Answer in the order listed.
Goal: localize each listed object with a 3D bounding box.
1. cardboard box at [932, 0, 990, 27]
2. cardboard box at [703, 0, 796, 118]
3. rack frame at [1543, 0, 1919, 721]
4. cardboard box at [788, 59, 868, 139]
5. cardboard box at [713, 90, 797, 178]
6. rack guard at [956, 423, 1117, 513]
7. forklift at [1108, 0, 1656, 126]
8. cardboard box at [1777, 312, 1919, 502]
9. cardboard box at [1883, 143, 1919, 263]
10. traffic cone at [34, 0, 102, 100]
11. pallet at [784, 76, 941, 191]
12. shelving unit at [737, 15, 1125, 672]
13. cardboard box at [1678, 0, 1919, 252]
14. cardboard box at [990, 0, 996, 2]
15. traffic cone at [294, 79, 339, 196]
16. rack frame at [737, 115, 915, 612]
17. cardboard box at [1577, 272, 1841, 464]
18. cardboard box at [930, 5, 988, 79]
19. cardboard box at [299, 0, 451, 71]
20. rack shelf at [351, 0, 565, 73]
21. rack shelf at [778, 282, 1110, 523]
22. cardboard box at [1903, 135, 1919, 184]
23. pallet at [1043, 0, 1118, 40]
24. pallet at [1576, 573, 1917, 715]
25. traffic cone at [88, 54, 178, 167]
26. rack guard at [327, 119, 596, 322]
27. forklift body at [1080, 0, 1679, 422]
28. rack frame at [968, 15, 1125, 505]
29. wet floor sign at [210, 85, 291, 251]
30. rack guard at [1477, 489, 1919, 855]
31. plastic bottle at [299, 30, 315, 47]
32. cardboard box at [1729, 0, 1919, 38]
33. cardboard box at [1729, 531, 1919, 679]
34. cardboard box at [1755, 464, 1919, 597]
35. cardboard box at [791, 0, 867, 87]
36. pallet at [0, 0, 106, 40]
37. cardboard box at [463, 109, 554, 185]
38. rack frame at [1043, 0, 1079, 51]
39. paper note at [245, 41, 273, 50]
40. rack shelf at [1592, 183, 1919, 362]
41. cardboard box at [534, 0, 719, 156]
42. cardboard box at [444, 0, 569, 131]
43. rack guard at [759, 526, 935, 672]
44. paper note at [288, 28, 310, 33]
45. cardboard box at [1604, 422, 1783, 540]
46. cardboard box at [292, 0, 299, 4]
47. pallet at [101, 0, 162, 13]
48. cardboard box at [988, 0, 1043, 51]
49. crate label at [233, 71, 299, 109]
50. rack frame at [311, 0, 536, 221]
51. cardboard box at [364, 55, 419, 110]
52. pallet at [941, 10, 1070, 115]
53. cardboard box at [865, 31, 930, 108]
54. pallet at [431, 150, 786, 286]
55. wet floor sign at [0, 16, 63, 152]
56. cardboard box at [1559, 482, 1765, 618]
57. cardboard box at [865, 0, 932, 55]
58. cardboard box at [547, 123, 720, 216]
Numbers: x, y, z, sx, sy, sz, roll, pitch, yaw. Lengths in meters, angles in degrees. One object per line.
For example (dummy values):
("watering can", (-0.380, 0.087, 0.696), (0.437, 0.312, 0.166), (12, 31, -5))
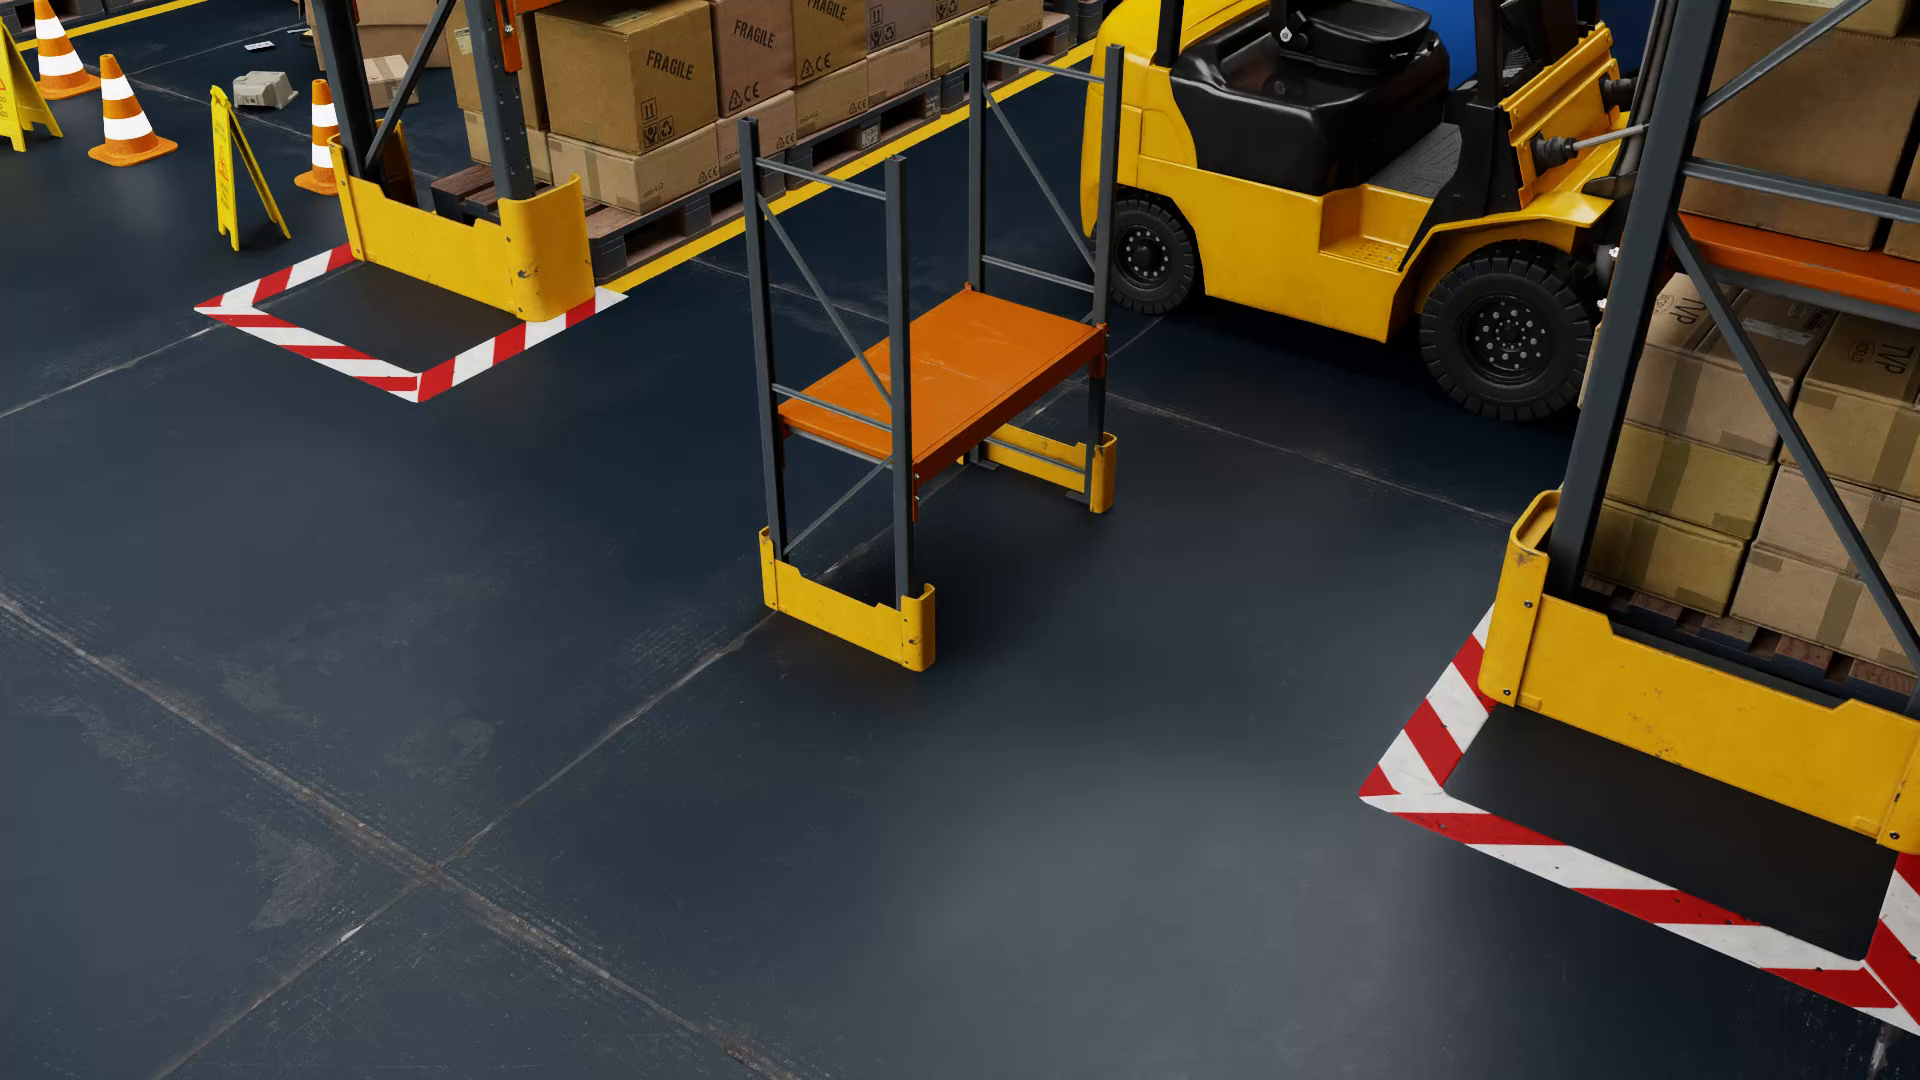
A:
("cardboard box", (-0.191, -2.904, 8.277), (0.500, 0.500, 0.500), (22, 40, 29))
("cardboard box", (-1.072, -2.192, 7.224), (0.500, 0.500, 0.500), (20, 39, 27))
("rack frame", (2.013, -0.727, 3.647), (1.000, 3.000, 0.127), (21, 39, 28))
("cardboard box", (-0.782, -2.116, 7.781), (0.500, 0.250, 0.500), (24, 41, 31))
("cardboard box", (-1.082, -1.861, 7.404), (0.500, 0.250, 0.500), (23, 40, 30))
("rack guard", (0.240, -0.298, 5.467), (0.587, 0.250, 0.087), (21, 39, 28))
("forklift", (1.978, -3.717, 8.130), (1.130, 2.935, 3.031), (-28, 43, -35))
("cardboard box", (2.443, -0.337, 4.257), (0.500, 0.250, 0.500), (21, 39, 28))
("cardboard box", (2.524, -0.908, 3.825), (0.500, 0.500, 0.500), (23, 40, 30))
("traffic cone", (-4.722, -2.585, 8.660), (0.336, 0.463, 0.334), (21, 39, 28))
("pallet", (-0.835, -2.112, 8.185), (1.003, 0.211, 1.213), (21, 39, 28))
("shelving unit", (-0.043, -0.586, 4.778), (0.587, 1.500, 1.083), (21, 39, 28))
("cardboard box", (2.078, -1.079, 4.078), (0.500, 0.500, 0.500), (20, 39, 27))
("cardboard box", (0.097, -3.139, 8.624), (0.500, 0.500, 0.500), (21, 39, 28))
("traffic cone", (-2.881, -1.870, 7.602), (0.336, 0.463, 0.334), (21, 39, 28))
("rack frame", (-0.338, -0.348, 4.426), (0.500, 1.500, 0.032), (21, 39, 28))
("cardboard box", (2.019, -0.488, 4.480), (0.500, 0.250, 0.500), (23, 40, 30))
("cardboard box", (-0.198, -2.580, 8.468), (0.500, 0.250, 0.500), (20, 39, 27))
("cardboard box", (-3.145, -2.894, 9.080), (0.797, 0.503, 0.637), (-3, 34, -4))
("rack shelf", (-0.926, -2.933, 7.552), (1.077, 0.370, 4.000), (21, 39, 28))
("rack shelf", (-0.049, -0.433, 4.873), (0.538, 0.185, 1.000), (21, 39, 28))
("cardboard box", (2.381, -1.315, 4.427), (0.500, 0.500, 0.500), (23, 40, 30))
("pallet", (0.657, -3.355, 10.023), (1.003, 0.211, 1.213), (21, 39, 28))
("pallet", (2.415, 0.063, 4.969), (1.003, 0.211, 1.213), (21, 39, 28))
("traffic cone", (-3.987, -2.068, 7.895), (0.336, 0.463, 0.334), (21, 39, 28))
("rack guard", (-2.023, -1.310, 6.741), (1.175, 0.500, 0.348), (21, 39, 28))
("forklift body", (1.596, -1.831, 6.037), (2.313, 2.155, 1.214), (21, 39, 28))
("rack frame", (0.241, -0.816, 5.118), (0.500, 1.500, 0.032), (21, 39, 28))
("wet floor sign", (-3.054, -1.590, 7.025), (0.232, 0.644, 0.267), (-22, 40, -29))
("rack guard", (1.999, 0.320, 4.331), (1.175, 0.500, 0.348), (21, 39, 28))
("plastic bottle", (-3.616, -2.878, 9.451), (0.133, 0.061, 0.283), (8, 35, 12))
("cardboard box", (1.981, -1.286, 3.806), (0.380, 0.149, 0.250), (22, 40, 29))
("cardboard box", (2.454, 0.075, 4.542), (0.500, 0.250, 0.500), (21, 40, 28))
("cardboard box", (2.452, -0.119, 4.382), (0.500, 0.250, 0.500), (22, 40, 29))
("cardboard box", (-0.779, -2.421, 7.562), (0.500, 0.500, 0.500), (22, 40, 29))
("pallet", (-5.799, -3.083, 9.621), (1.003, 0.211, 1.213), (21, 39, 28))
("cardboard box", (-1.813, -1.815, 7.335), (0.500, 0.250, 0.500), (21, 39, 28))
("rack frame", (0.214, -4.152, 8.711), (1.000, 3.000, 0.127), (21, 39, 28))
("paper note", (-3.926, -2.775, 9.327), (0.142, 0.017, 0.144), (-22, 40, -29))
("rack shelf", (3.153, -1.349, 5.210), (1.077, 0.370, 4.000), (21, 39, 28))
("cardboard box", (-1.367, -1.950, 6.867), (0.500, 0.500, 0.500), (20, 39, 27))
("cardboard box", (-1.824, -2.108, 7.100), (0.500, 0.500, 0.500), (22, 40, 28))
("rack guard", (-0.327, 0.161, 4.789), (0.587, 0.250, 0.087), (21, 39, 28))
("paper note", (-3.810, -2.937, 9.584), (0.123, 0.001, 0.032), (-15, 37, -21))
("cardboard box", (2.034, -0.293, 4.639), (0.500, 0.250, 0.500), (21, 39, 28))
("cardboard box", (-3.952, -3.609, 10.139), (0.500, 0.500, 0.500), (29, 44, 36))
("pallet", (-5.103, -3.642, 10.447), (1.003, 0.211, 1.213), (21, 39, 28))
("cardboard box", (0.098, -2.829, 8.835), (0.500, 0.250, 0.500), (23, 40, 30))
("crate label", (-3.590, -2.314, 8.550), (0.250, 0.136, 0.298), (3, 34, 4))
("rack frame", (-2.067, -2.311, 5.989), (1.000, 3.000, 0.127), (21, 39, 28))
("cardboard box", (-2.979, -2.378, 8.633), (0.250, 0.149, 0.380), (-15, 37, -21))
("pallet", (-0.140, -2.676, 9.019), (1.003, 0.211, 1.213), (21, 39, 28))
("cardboard box", (-0.491, -2.348, 8.124), (0.500, 0.250, 0.500), (22, 40, 29))
("pallet", (-1.531, -1.553, 7.358), (1.003, 0.211, 1.213), (21, 39, 28))
("wet floor sign", (-4.581, -2.224, 7.963), (0.267, 0.644, 0.232), (14, 37, 20))
("cardboard box", (2.021, -0.079, 4.769), (0.500, 0.250, 0.500), (22, 40, 28))
("cardboard box", (-0.481, -2.669, 7.930), (0.500, 0.500, 0.500), (24, 41, 31))
("cardboard box", (-1.380, -1.629, 7.060), (0.500, 0.250, 0.500), (21, 39, 28))
